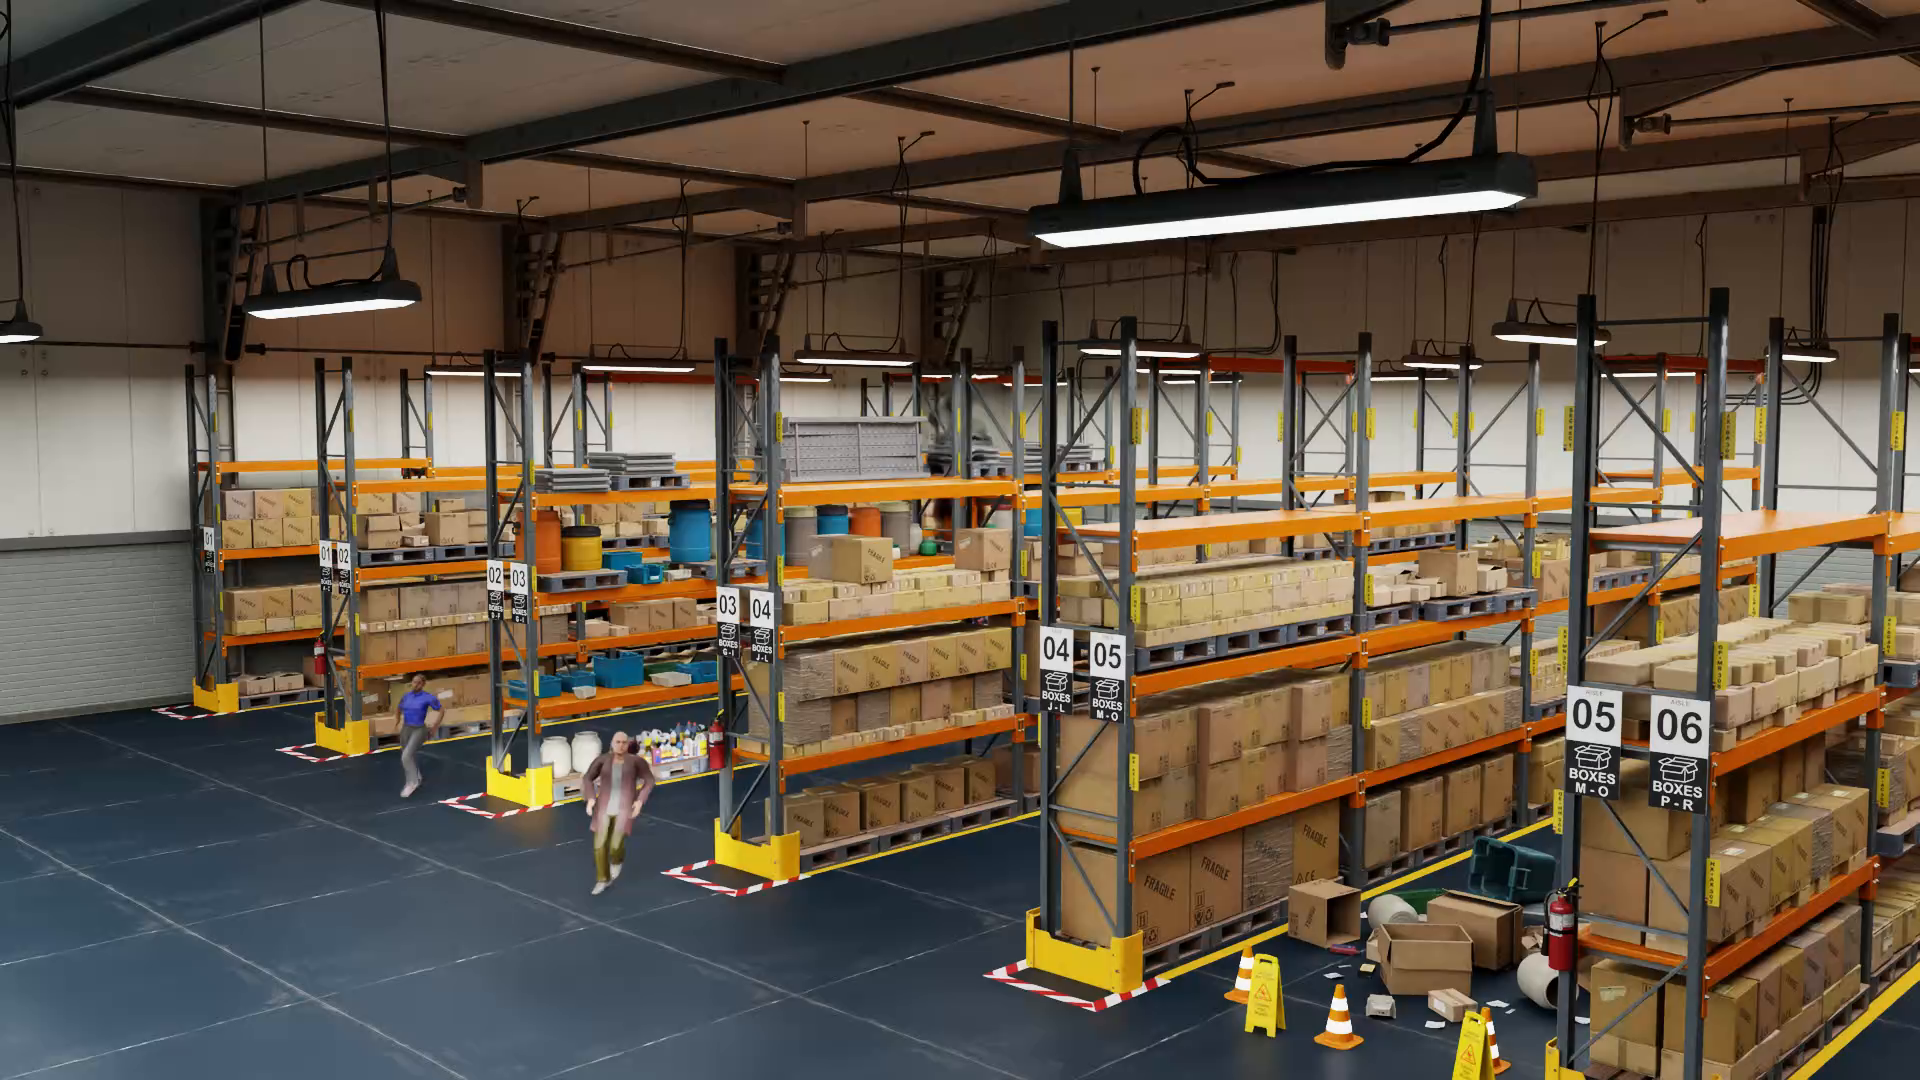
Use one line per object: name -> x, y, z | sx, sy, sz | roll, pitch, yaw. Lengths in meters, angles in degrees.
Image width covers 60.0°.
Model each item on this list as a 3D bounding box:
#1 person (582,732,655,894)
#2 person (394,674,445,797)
person -> -3.712, 2.940, 18.025 | 0.769, 1.744, 0.610 | 0, 4, 1
person -> -7.344, 2.683, 22.481 | 0.645, 1.581, 0.623 | 2, 5, 20
